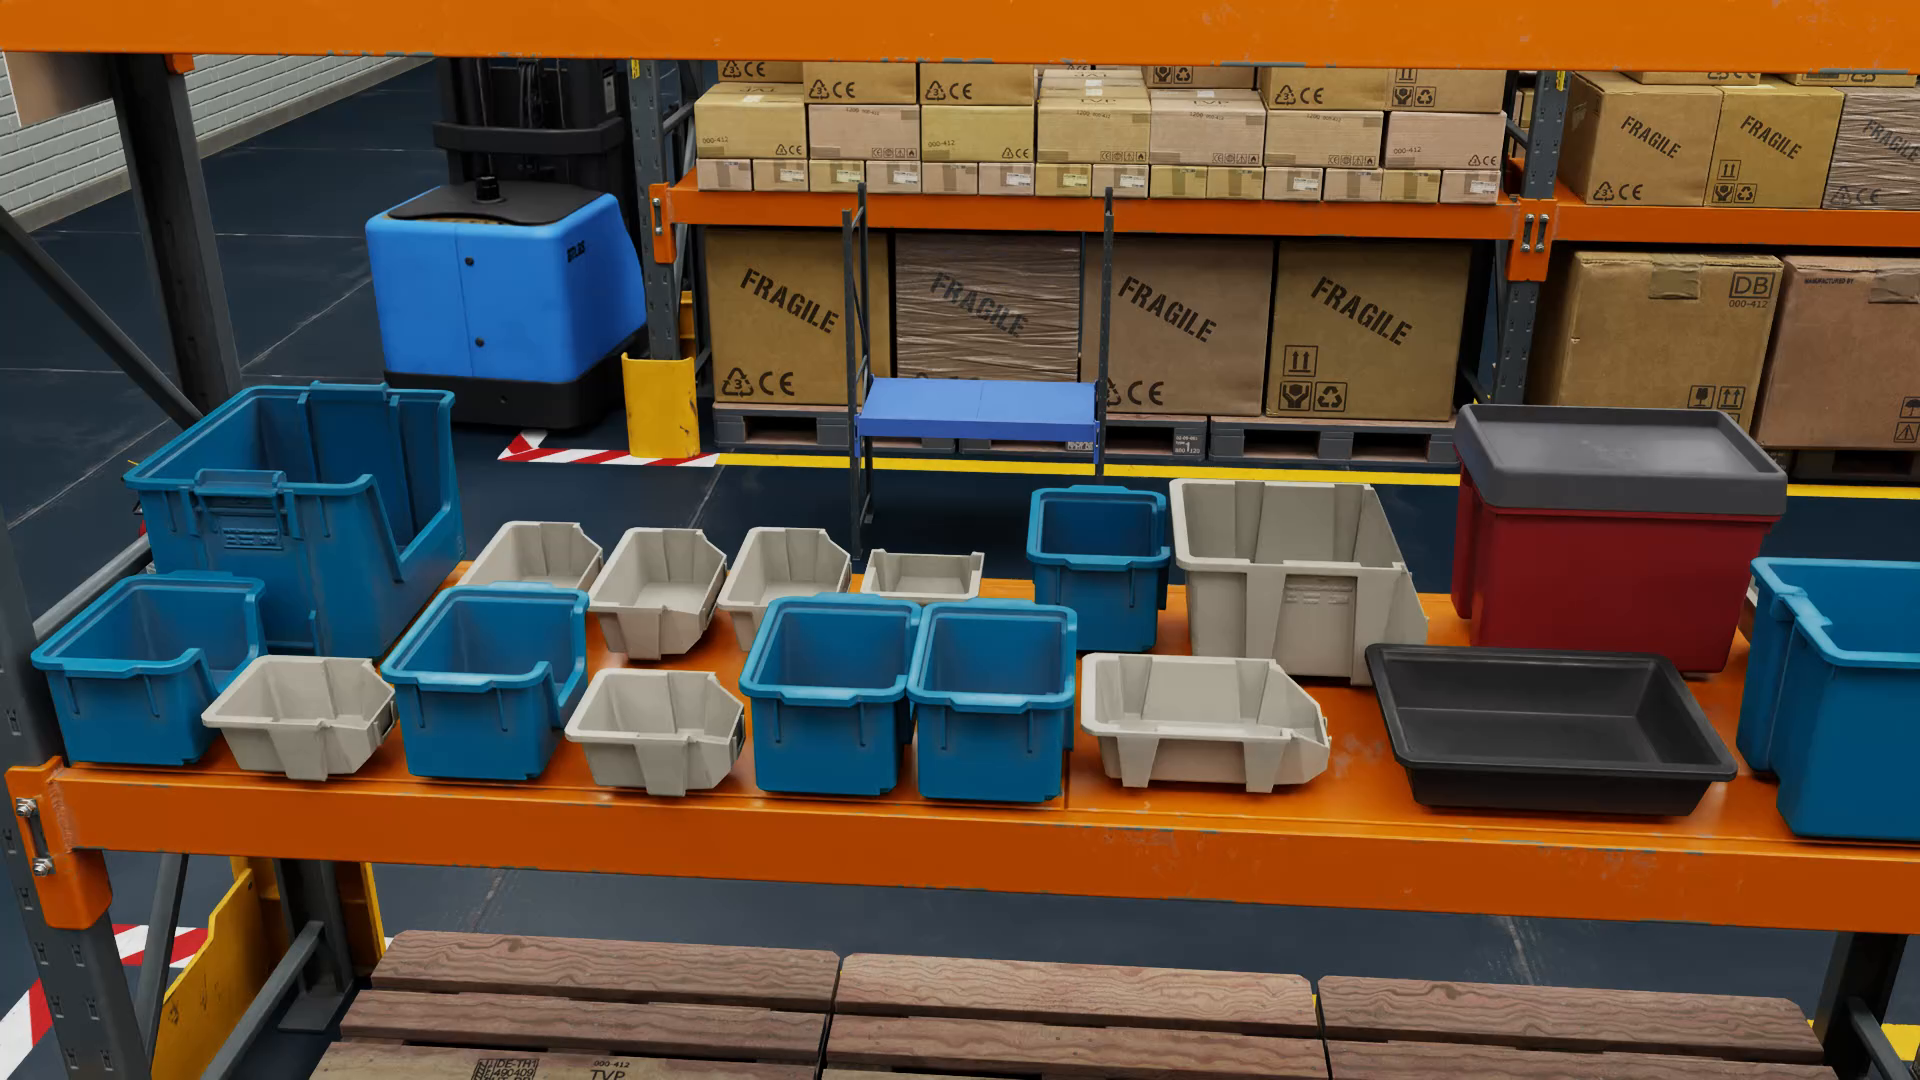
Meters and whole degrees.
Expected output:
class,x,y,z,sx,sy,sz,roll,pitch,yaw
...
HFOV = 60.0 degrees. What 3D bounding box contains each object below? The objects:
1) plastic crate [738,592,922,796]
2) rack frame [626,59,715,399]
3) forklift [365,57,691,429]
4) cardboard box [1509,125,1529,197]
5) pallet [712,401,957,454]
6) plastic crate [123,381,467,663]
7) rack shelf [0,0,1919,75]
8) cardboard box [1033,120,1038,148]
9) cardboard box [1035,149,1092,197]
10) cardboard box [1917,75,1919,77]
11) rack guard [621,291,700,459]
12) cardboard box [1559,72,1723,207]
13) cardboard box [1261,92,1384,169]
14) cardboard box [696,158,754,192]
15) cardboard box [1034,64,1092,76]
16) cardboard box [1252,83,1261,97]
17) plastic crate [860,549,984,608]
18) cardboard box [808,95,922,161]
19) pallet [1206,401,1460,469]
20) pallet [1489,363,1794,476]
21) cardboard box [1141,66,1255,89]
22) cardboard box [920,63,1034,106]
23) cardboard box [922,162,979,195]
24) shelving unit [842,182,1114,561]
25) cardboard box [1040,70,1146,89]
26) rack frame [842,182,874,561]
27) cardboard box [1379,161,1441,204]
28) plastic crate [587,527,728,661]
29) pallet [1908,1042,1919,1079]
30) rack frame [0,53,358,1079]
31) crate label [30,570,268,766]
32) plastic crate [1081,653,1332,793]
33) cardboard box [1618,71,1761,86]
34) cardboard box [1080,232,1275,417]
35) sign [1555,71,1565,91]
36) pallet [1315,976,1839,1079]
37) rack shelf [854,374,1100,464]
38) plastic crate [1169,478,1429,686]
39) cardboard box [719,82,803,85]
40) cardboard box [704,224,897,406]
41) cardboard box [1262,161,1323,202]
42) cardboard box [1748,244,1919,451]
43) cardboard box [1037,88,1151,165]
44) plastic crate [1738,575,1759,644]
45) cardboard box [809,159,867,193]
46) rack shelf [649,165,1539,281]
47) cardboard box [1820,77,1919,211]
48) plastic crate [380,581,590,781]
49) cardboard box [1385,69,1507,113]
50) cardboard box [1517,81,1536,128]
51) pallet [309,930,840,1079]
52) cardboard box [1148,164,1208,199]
class,x,y,z,sx,sy,sz,roll,pitch,yaw
plastic crate,-0.234,0.296,3.146,0.300,0.233,0.416,2,25,4
rack frame,-1.389,-2.004,8.017,0.127,3.000,1.000,2,25,4
forklift,-2.135,-2.473,9.119,1.130,2.935,3.031,5,25,10
cardboard box,4.324,-2.845,12.332,0.500,0.500,0.500,3,25,6
pallet,-0.586,-0.744,8.615,1.213,0.211,1.003,2,25,4
plastic crate,-1.420,-0.050,3.656,0.499,0.435,0.616,2,25,4
rack shelf,0.226,-0.911,2.915,4.000,0.370,1.077,2,25,4
cardboard box,0.269,-1.975,8.255,0.250,0.149,0.380,2,25,4
cardboard box,0.474,-1.692,7.640,0.250,0.149,0.380,1,25,3
cardboard box,4.541,-2.320,7.384,0.637,0.503,0.797,3,25,6
rack guard,-1.413,-0.869,8.541,0.348,0.500,1.175,2,25,4
cardboard box,3.039,-1.802,7.459,0.500,0.500,0.500,2,25,4
cardboard box,1.623,-1.863,7.534,0.500,0.250,0.500,3,25,6
cardboard box,-1.060,-1.741,7.745,0.250,0.149,0.380,2,25,5
cardboard box,0.949,-5.156,17.429,0.875,0.438,0.875,2,25,5
cardboard box,1.656,-2.085,8.017,0.500,0.250,0.500,2,25,4
plastic crate,-0.077,0.119,3.646,0.250,0.136,0.298,2,25,4
cardboard box,-0.412,-1.929,7.678,0.500,0.250,0.500,2,25,3
pallet,1.847,-0.666,8.445,1.213,0.211,1.003,2,25,4
pallet,3.375,-0.616,8.336,1.213,0.211,1.003,2,25,4
cardboard box,1.132,-2.439,7.889,0.500,0.500,0.500,1,25,2
cardboard box,0.085,-2.254,7.486,0.500,0.500,0.500,1,25,3
cardboard box,-0.035,-1.709,7.676,0.250,0.149,0.380,1,25,3
shelving unit,0.085,-0.679,6.931,1.048,1.500,0.538,2,25,4
cardboard box,0.648,-2.118,8.089,0.500,0.250,0.500,2,25,4
rack frame,-0.422,-0.695,6.966,0.032,1.500,0.500,2,25,4
cardboard box,2.013,-1.643,7.533,0.250,0.149,0.380,2,25,5
plastic crate,-0.653,0.119,3.647,0.243,0.136,0.396,2,25,4
pallet,2.986,1.497,3.744,1.213,0.211,1.003,2,25,4
rack frame,-1.768,0.060,3.530,0.127,3.000,1.000,2,25,4
crate label,-1.547,0.254,3.237,0.303,0.233,0.416,2,25,4
plastic crate,0.461,0.351,3.143,0.466,0.136,0.293,2,25,4
cardboard box,3.237,-2.360,7.471,0.637,0.503,0.797,1,25,3
cardboard box,1.050,-1.185,8.276,0.875,0.875,0.875,2,25,4
sign,2.559,-2.074,7.038,0.005,0.325,0.100,2,25,4
pallet,1.484,1.448,3.851,1.213,0.211,1.003,2,25,4
rack shelf,0.085,-0.515,7.006,1.000,0.185,0.538,2,25,4
plastic crate,0.712,0.089,3.537,0.530,0.282,0.437,2,25,4
cardboard box,-0.885,-2.166,8.192,0.500,0.250,0.500,1,25,3
cardboard box,-0.745,-1.242,8.401,0.875,0.875,0.875,2,25,4
cardboard box,1.501,-1.660,7.569,0.250,0.149,0.380,2,25,5
cardboard box,4.130,-1.061,8.007,0.875,0.875,1.225,1,25,2
cardboard box,0.609,-1.897,7.608,0.500,0.250,0.500,1,25,3
plastic crate,1.767,0.207,3.456,0.243,0.136,0.396,2,25,4
cardboard box,-0.549,-1.725,7.711,0.250,0.149,0.380,1,25,3
rack shelf,0.605,-1.613,8.028,4.000,0.370,1.077,2,25,4
cardboard box,4.039,-1.770,7.390,0.500,0.500,0.500,1,25,3
plastic crate,-0.891,0.275,3.192,0.300,0.233,0.416,2,25,4
cardboard box,2.121,-2.187,7.341,0.500,0.500,0.500,3,25,6
cardboard box,4.328,-3.186,12.176,0.500,0.250,0.500,3,25,5
pallet,-0.949,1.370,4.021,1.213,0.211,1.003,2,25,4
cardboard box,0.989,-1.676,7.604,0.250,0.149,0.380,1,25,3
